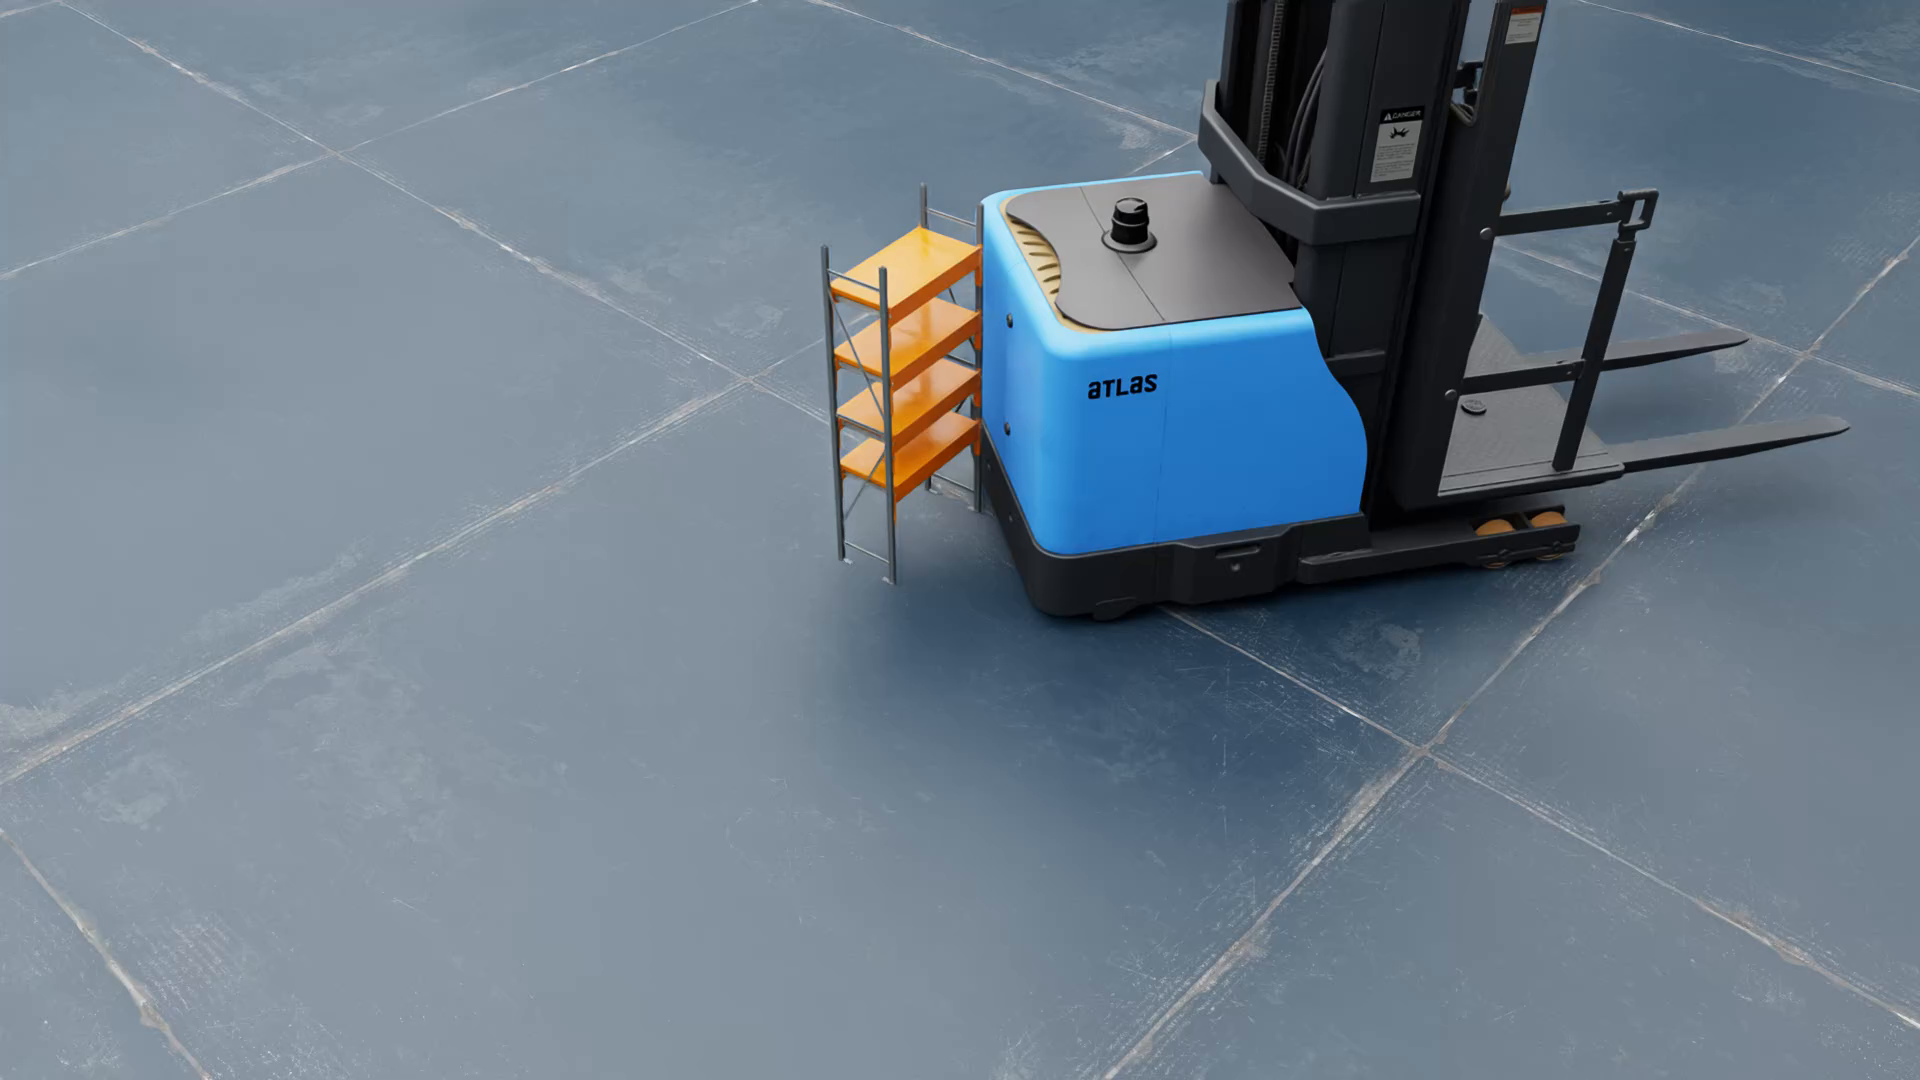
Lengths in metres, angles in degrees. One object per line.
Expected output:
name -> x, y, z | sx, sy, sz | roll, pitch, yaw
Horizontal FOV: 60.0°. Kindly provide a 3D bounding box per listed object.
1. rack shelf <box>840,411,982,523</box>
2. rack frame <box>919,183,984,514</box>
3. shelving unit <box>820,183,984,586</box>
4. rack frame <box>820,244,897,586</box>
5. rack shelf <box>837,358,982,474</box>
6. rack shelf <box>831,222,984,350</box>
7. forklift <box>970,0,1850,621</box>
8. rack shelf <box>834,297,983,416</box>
rack shelf -> -0.170, -0.276, 5.561 | 0.258, 0.148, 0.480 | 24, 44, 27
rack frame -> -0.026, -0.607, 5.550 | 0.240, 1.200, 0.015 | 24, 44, 27
shelving unit -> -0.170, -0.484, 5.395 | 0.258, 1.200, 0.503 | 24, 44, 27
rack frame -> -0.313, -0.361, 5.240 | 0.240, 1.200, 0.015 | 24, 44, 27
rack shelf -> -0.170, -0.432, 5.437 | 0.258, 0.148, 0.480 | 24, 44, 27
rack shelf -> -0.170, -0.792, 5.151 | 0.258, 0.148, 0.480 | 24, 44, 27
forklift -> 1.610, -1.363, 5.110 | 3.031, 2.935, 1.130 | -8, 39, -10
rack shelf -> -0.170, -0.607, 5.298 | 0.258, 0.148, 0.480 | 24, 44, 27
